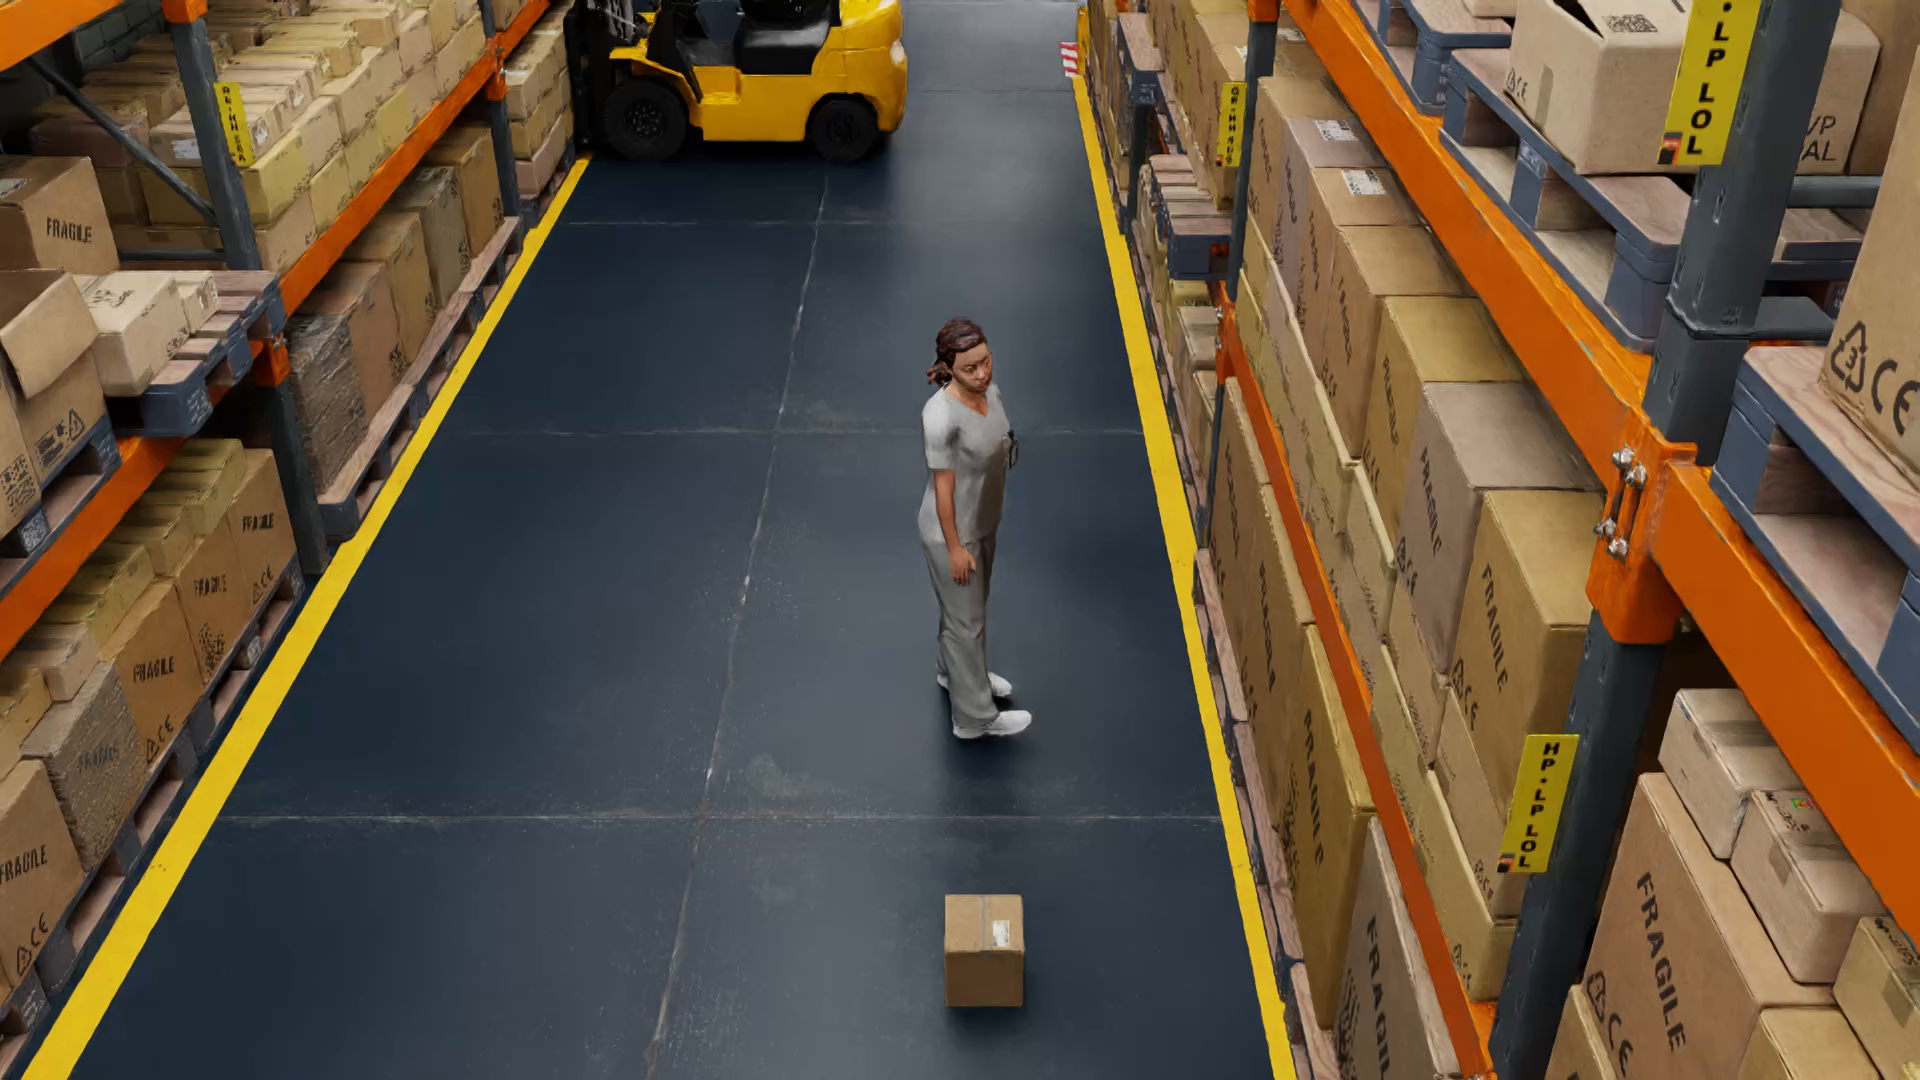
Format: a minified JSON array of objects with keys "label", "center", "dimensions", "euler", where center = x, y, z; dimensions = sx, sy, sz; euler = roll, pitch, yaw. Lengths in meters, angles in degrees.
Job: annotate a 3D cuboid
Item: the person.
[{"label":"person","center":[0.076,-0.036,6.156],"dimensions":[0.482,1.673,0.471],"euler":[16,35,25]}]
